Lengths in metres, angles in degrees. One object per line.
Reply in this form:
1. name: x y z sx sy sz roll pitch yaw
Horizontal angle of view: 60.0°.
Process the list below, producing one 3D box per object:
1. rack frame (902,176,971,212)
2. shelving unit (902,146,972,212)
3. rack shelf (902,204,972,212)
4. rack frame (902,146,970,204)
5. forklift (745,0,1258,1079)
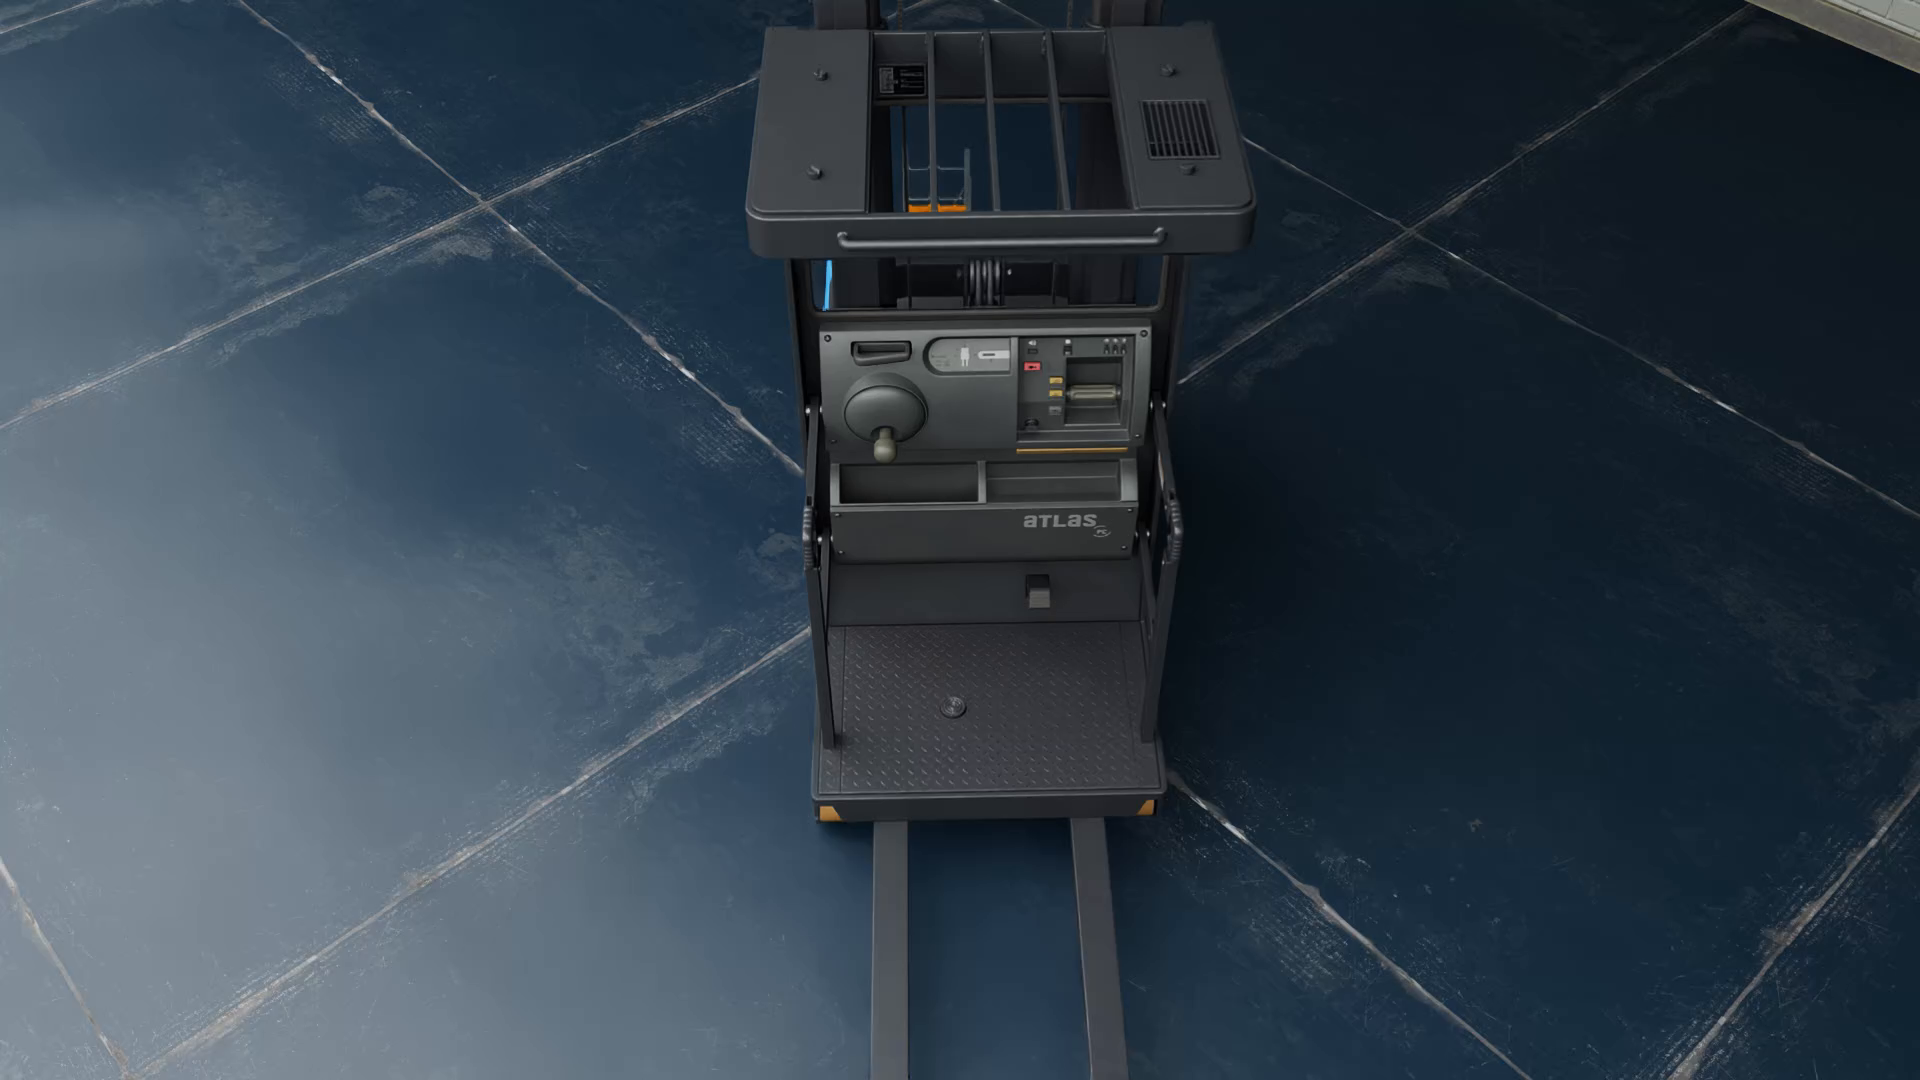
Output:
1. rack frame: -0.080 -0.854 6.222 0.240 1.200 0.006 -1 47 -1
2. shelving unit: -0.082 -0.921 6.284 0.258 1.200 0.189 -1 47 -1
3. rack shelf: -0.082 -1.135 6.052 0.258 0.103 0.180 -1 47 -1
4. rack frame: -0.084 -0.988 6.346 0.240 1.200 0.006 -1 47 -1
5. forklift: 0.080 -0.324 4.555 1.130 2.935 3.031 -1 47 -1
